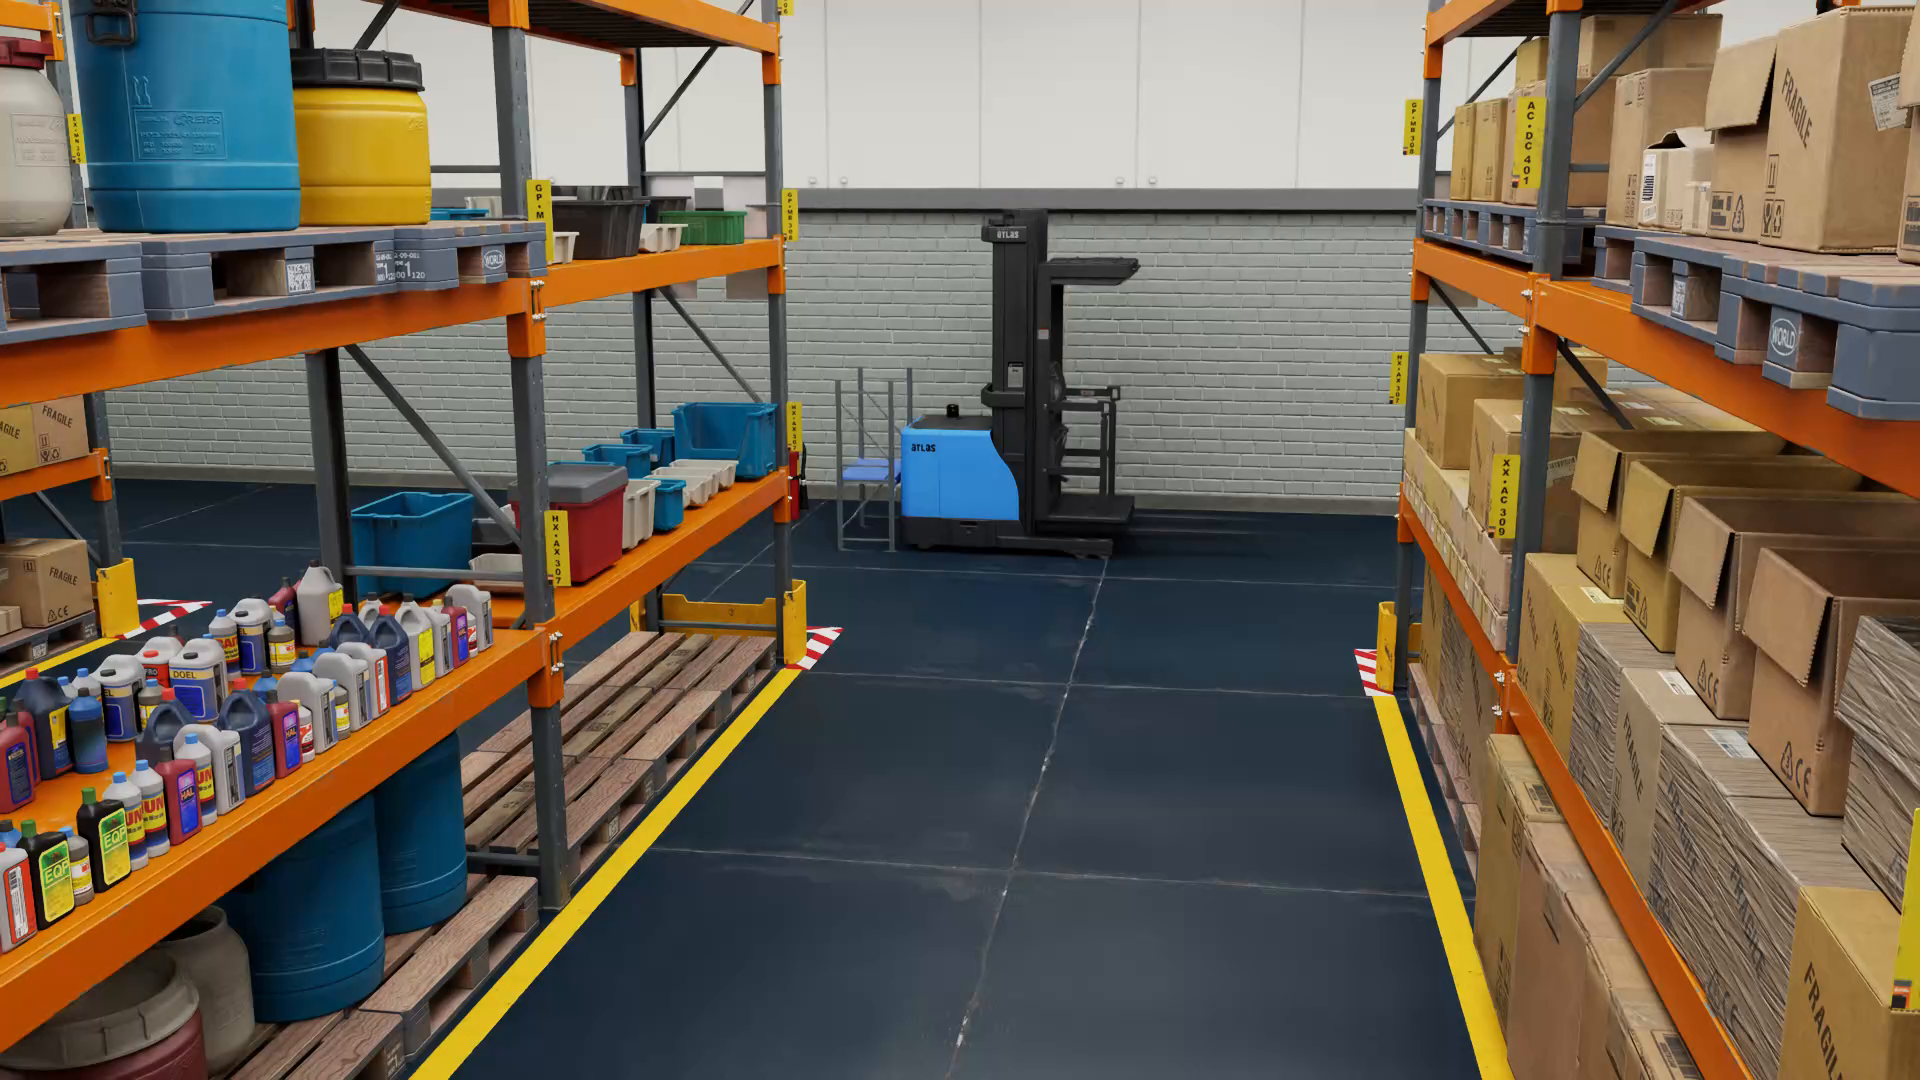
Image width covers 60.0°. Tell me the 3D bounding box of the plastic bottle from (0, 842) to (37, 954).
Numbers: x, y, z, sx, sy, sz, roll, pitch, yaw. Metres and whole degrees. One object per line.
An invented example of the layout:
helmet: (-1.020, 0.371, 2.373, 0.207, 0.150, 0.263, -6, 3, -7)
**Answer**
plastic bottle: (-2.408, 0.870, 4.131, 0.152, 0.276, 0.135, 2, 12, 9)

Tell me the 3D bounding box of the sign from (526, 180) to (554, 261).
sign: (-1.707, -1.300, 6.764, 0.100, 0.325, 0.005, 2, 12, 9)

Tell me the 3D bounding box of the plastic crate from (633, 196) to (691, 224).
plastic crate: (-1.970, -2.011, 10.397, 0.497, 0.269, 0.590, 2, 12, 9)

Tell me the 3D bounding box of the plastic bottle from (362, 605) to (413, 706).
plastic bottle: (-2.097, 0.417, 6.055, 0.144, 0.351, 0.185, 2, 12, 9)

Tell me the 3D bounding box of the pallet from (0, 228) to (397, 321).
pallet: (-2.446, -0.819, 5.002, 1.003, 0.211, 1.213, 2, 12, 9)

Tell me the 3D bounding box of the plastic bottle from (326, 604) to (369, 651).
plastic bottle: (-2.239, 0.412, 6.077, 0.144, 0.351, 0.185, 2, 12, 9)

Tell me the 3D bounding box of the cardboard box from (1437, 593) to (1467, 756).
cardboard box: (3.100, 0.639, 8.955, 0.875, 0.875, 0.875, 2, 12, 9)

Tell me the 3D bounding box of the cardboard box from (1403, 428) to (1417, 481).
cardboard box: (2.919, -0.501, 9.846, 0.500, 0.250, 0.500, 2, 12, 7)

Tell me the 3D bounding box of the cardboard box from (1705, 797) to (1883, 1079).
cardboard box: (1.942, 0.882, 3.541, 0.500, 0.500, 0.500, 2, 12, 8)

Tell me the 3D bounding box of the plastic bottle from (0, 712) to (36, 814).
plastic bottle: (-2.878, 0.672, 5.030, 0.061, 0.283, 0.133, 2, 12, 9)

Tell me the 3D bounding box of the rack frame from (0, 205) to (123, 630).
rack frame: (-6.529, -0.841, 11.778, 1.000, 3.000, 0.127, 2, 12, 9)

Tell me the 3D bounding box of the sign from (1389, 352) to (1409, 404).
sign: (2.712, -1.001, 10.274, 0.100, 0.325, 0.005, 2, 12, 9)

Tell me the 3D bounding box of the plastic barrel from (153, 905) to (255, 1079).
plastic barrel: (-2.635, 1.538, 5.645, 0.421, 0.512, 0.421, 0, 12, 0)

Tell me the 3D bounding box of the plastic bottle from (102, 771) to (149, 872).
plastic bottle: (-2.307, 0.773, 4.591, 0.097, 0.271, 0.097, 0, 12, 0)

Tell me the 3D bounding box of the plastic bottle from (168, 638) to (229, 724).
plastic bottle: (-2.690, 0.495, 5.872, 0.152, 0.276, 0.135, 2, 12, 9)

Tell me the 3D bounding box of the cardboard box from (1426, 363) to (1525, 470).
cardboard box: (2.768, -0.655, 8.783, 0.500, 0.500, 0.500, 2, 12, 7)

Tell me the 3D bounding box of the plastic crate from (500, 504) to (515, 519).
plastic crate: (-2.279, -0.120, 8.914, 0.293, 0.136, 0.466, 2, 12, 9)

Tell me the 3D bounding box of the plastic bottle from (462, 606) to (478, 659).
plastic bottle: (-1.982, 0.367, 6.641, 0.097, 0.201, 0.097, 0, 12, 0)

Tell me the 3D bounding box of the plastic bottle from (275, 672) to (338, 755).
plastic bottle: (-2.181, 0.563, 5.555, 0.152, 0.276, 0.135, 2, 12, 9)

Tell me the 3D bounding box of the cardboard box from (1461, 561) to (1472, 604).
cardboard box: (2.486, 0.201, 7.536, 0.380, 0.149, 0.250, 2, 12, 10)

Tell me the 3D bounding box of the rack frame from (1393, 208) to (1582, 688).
rack frame: (3.259, -0.520, 10.285, 1.000, 3.000, 0.127, 2, 12, 9)

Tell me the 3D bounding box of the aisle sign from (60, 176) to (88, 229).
aisle sign: (-6.216, -2.117, 11.524, 0.394, 0.787, 0.004, 2, 12, 9)

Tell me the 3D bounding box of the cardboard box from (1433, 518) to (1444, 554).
cardboard box: (2.643, -0.013, 8.532, 0.380, 0.149, 0.250, 2, 12, 7)

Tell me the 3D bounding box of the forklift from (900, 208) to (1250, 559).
forklift: (1.037, -1.390, 14.485, 3.031, 2.935, 1.130, 2, 12, 9)

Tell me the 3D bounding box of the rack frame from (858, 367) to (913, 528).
rack frame: (-0.687, -0.848, 15.368, 0.500, 1.500, 0.032, 2, 12, 7)

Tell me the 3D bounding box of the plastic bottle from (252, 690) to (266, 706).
plastic bottle: (-2.253, 0.616, 5.320, 0.097, 0.271, 0.097, 0, 12, 0)

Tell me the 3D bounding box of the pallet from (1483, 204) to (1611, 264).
pallet: (2.780, -1.280, 6.903, 1.003, 0.211, 1.213, 2, 12, 9)

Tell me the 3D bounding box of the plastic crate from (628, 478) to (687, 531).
plastic crate: (-1.697, -0.192, 9.018, 0.416, 0.233, 0.300, 2, 12, 9)

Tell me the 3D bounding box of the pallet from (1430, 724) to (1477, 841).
pallet: (3.023, 1.266, 8.619, 1.003, 0.211, 1.213, 2, 12, 9)

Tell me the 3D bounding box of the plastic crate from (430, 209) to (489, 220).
plastic crate: (-2.425, -1.432, 7.795, 0.416, 0.233, 0.300, 2, 12, 9)

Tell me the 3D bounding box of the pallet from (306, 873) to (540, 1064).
pallet: (-2.410, 1.675, 6.720, 1.003, 0.211, 1.213, 2, 12, 9)

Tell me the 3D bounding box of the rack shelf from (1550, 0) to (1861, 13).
rack shelf: (2.336, -1.656, 3.975, 1.077, 0.370, 4.000, 2, 12, 9)

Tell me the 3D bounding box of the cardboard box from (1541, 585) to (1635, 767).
cardboard box: (2.250, 0.456, 5.518, 0.500, 0.500, 0.500, 2, 12, 9)

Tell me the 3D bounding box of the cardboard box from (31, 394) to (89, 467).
cardboard box: (-6.329, -0.788, 11.294, 0.500, 0.500, 0.500, 2, 12, 10)

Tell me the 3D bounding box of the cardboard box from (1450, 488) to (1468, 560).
cardboard box: (2.608, -0.074, 7.865, 0.500, 0.250, 0.500, 2, 12, 10)

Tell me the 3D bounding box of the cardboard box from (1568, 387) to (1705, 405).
cardboard box: (3.129, -0.428, 7.728, 0.500, 0.500, 0.500, 1, 12, 7)

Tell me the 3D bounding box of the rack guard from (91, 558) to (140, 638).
rack guard: (-6.540, 0.396, 11.968, 1.175, 0.500, 0.348, 2, 12, 9)

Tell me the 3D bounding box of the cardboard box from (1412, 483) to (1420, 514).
cardboard box: (2.801, -0.227, 9.522, 0.380, 0.149, 0.250, 2, 12, 7)

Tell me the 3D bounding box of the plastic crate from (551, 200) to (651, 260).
plastic crate: (-1.788, -1.500, 8.022, 0.497, 0.269, 0.590, 2, 12, 9)

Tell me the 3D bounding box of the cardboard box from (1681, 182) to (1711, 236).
cardboard box: (2.267, -0.931, 4.671, 0.380, 0.149, 0.250, 1, 12, 6)

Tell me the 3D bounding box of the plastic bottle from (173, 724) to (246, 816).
plastic bottle: (-2.266, 0.678, 5.024, 0.152, 0.276, 0.135, 2, 12, 9)

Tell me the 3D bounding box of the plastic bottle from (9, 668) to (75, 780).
plastic bottle: (-2.934, 0.575, 5.321, 0.144, 0.351, 0.185, 2, 12, 9)

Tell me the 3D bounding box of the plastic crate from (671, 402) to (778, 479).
plastic crate: (-1.502, -0.651, 10.668, 0.616, 0.435, 0.499, 2, 12, 9)

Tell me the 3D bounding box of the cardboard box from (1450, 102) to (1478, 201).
cardboard box: (3.026, -2.066, 8.868, 0.700, 0.500, 0.500, 1, 12, 7)

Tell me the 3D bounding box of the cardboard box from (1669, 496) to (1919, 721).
cardboard box: (2.357, 0.179, 4.423, 0.797, 0.503, 0.637, 2, 12, 10)

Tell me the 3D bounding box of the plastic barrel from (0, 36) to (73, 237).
plastic barrel: (-2.742, -1.127, 4.662, 0.433, 0.535, 0.433, 0, 12, 0)

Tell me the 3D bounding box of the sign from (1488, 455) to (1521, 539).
sign: (2.095, -0.167, 6.403, 0.100, 0.325, 0.005, 2, 12, 9)

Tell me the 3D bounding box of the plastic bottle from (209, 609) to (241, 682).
plastic bottle: (-2.799, 0.399, 6.328, 0.097, 0.271, 0.097, 0, 12, 0)

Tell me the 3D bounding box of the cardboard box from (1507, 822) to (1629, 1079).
cardboard box: (2.429, 1.466, 5.116, 1.225, 0.875, 0.875, 1, 12, 7)

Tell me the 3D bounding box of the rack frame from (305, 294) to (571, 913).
rack frame: (-2.250, 0.153, 7.166, 1.000, 3.000, 0.127, 2, 12, 9)

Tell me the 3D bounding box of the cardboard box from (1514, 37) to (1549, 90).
cardboard box: (2.939, -2.235, 7.875, 0.500, 0.250, 0.500, 1, 12, 7)

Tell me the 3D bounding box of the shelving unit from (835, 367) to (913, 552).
shelving unit: (-0.753, -0.742, 14.875, 0.538, 1.500, 1.048, 2, 12, 7)

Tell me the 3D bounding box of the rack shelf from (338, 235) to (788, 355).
rack shelf: (-1.942, -1.378, 8.857, 1.077, 0.370, 4.000, 2, 12, 9)

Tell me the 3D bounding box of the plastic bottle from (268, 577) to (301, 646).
plastic bottle: (-2.749, 0.300, 6.759, 0.061, 0.283, 0.133, 2, 12, 9)

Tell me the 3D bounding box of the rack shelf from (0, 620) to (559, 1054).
rack shelf: (-2.558, 0.921, 5.310, 1.077, 0.370, 4.000, 2, 12, 9)

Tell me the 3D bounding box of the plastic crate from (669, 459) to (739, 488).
plastic crate: (-1.581, -0.405, 10.236, 0.396, 0.136, 0.243, 2, 12, 9)
